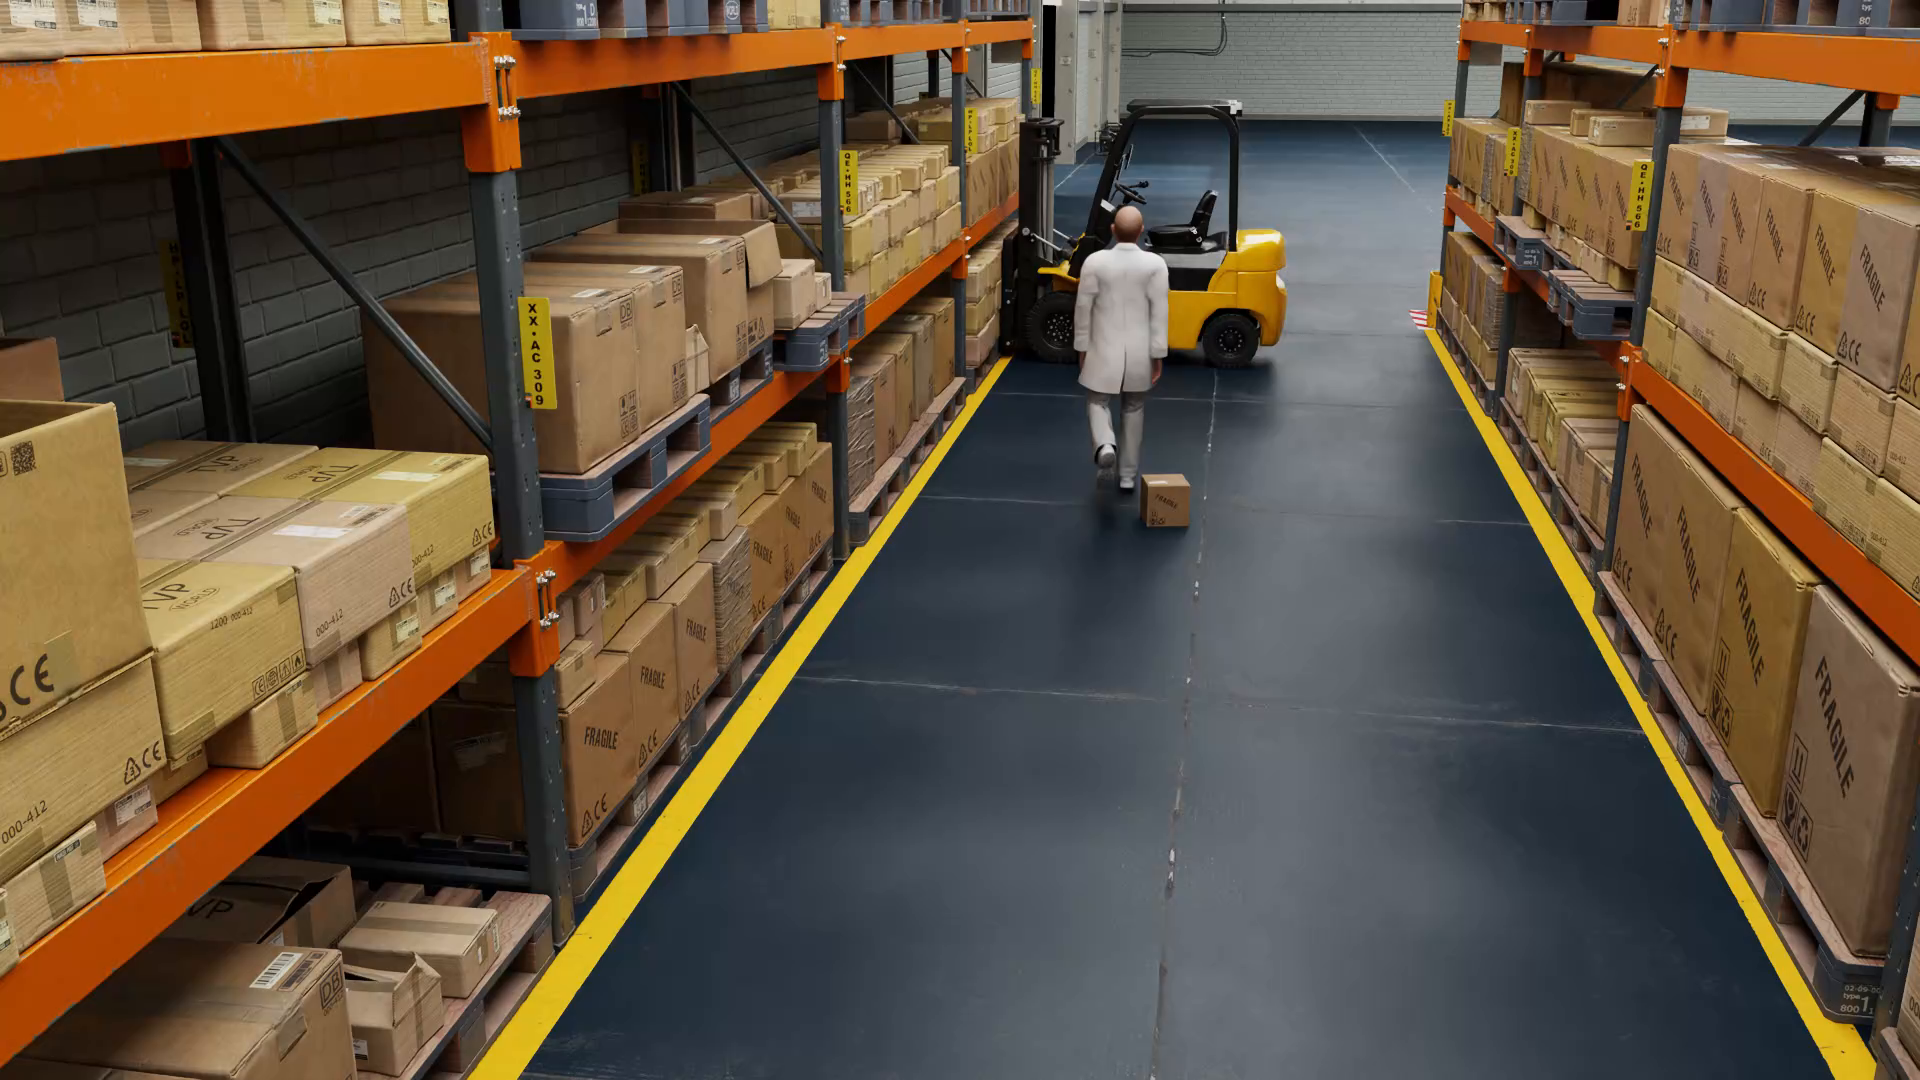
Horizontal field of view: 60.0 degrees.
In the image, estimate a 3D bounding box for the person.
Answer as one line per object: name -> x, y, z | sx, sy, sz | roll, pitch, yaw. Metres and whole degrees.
person -> 0.978, -1.146, 10.137 | 0.570, 1.755, 0.794 | 1, 18, 3
